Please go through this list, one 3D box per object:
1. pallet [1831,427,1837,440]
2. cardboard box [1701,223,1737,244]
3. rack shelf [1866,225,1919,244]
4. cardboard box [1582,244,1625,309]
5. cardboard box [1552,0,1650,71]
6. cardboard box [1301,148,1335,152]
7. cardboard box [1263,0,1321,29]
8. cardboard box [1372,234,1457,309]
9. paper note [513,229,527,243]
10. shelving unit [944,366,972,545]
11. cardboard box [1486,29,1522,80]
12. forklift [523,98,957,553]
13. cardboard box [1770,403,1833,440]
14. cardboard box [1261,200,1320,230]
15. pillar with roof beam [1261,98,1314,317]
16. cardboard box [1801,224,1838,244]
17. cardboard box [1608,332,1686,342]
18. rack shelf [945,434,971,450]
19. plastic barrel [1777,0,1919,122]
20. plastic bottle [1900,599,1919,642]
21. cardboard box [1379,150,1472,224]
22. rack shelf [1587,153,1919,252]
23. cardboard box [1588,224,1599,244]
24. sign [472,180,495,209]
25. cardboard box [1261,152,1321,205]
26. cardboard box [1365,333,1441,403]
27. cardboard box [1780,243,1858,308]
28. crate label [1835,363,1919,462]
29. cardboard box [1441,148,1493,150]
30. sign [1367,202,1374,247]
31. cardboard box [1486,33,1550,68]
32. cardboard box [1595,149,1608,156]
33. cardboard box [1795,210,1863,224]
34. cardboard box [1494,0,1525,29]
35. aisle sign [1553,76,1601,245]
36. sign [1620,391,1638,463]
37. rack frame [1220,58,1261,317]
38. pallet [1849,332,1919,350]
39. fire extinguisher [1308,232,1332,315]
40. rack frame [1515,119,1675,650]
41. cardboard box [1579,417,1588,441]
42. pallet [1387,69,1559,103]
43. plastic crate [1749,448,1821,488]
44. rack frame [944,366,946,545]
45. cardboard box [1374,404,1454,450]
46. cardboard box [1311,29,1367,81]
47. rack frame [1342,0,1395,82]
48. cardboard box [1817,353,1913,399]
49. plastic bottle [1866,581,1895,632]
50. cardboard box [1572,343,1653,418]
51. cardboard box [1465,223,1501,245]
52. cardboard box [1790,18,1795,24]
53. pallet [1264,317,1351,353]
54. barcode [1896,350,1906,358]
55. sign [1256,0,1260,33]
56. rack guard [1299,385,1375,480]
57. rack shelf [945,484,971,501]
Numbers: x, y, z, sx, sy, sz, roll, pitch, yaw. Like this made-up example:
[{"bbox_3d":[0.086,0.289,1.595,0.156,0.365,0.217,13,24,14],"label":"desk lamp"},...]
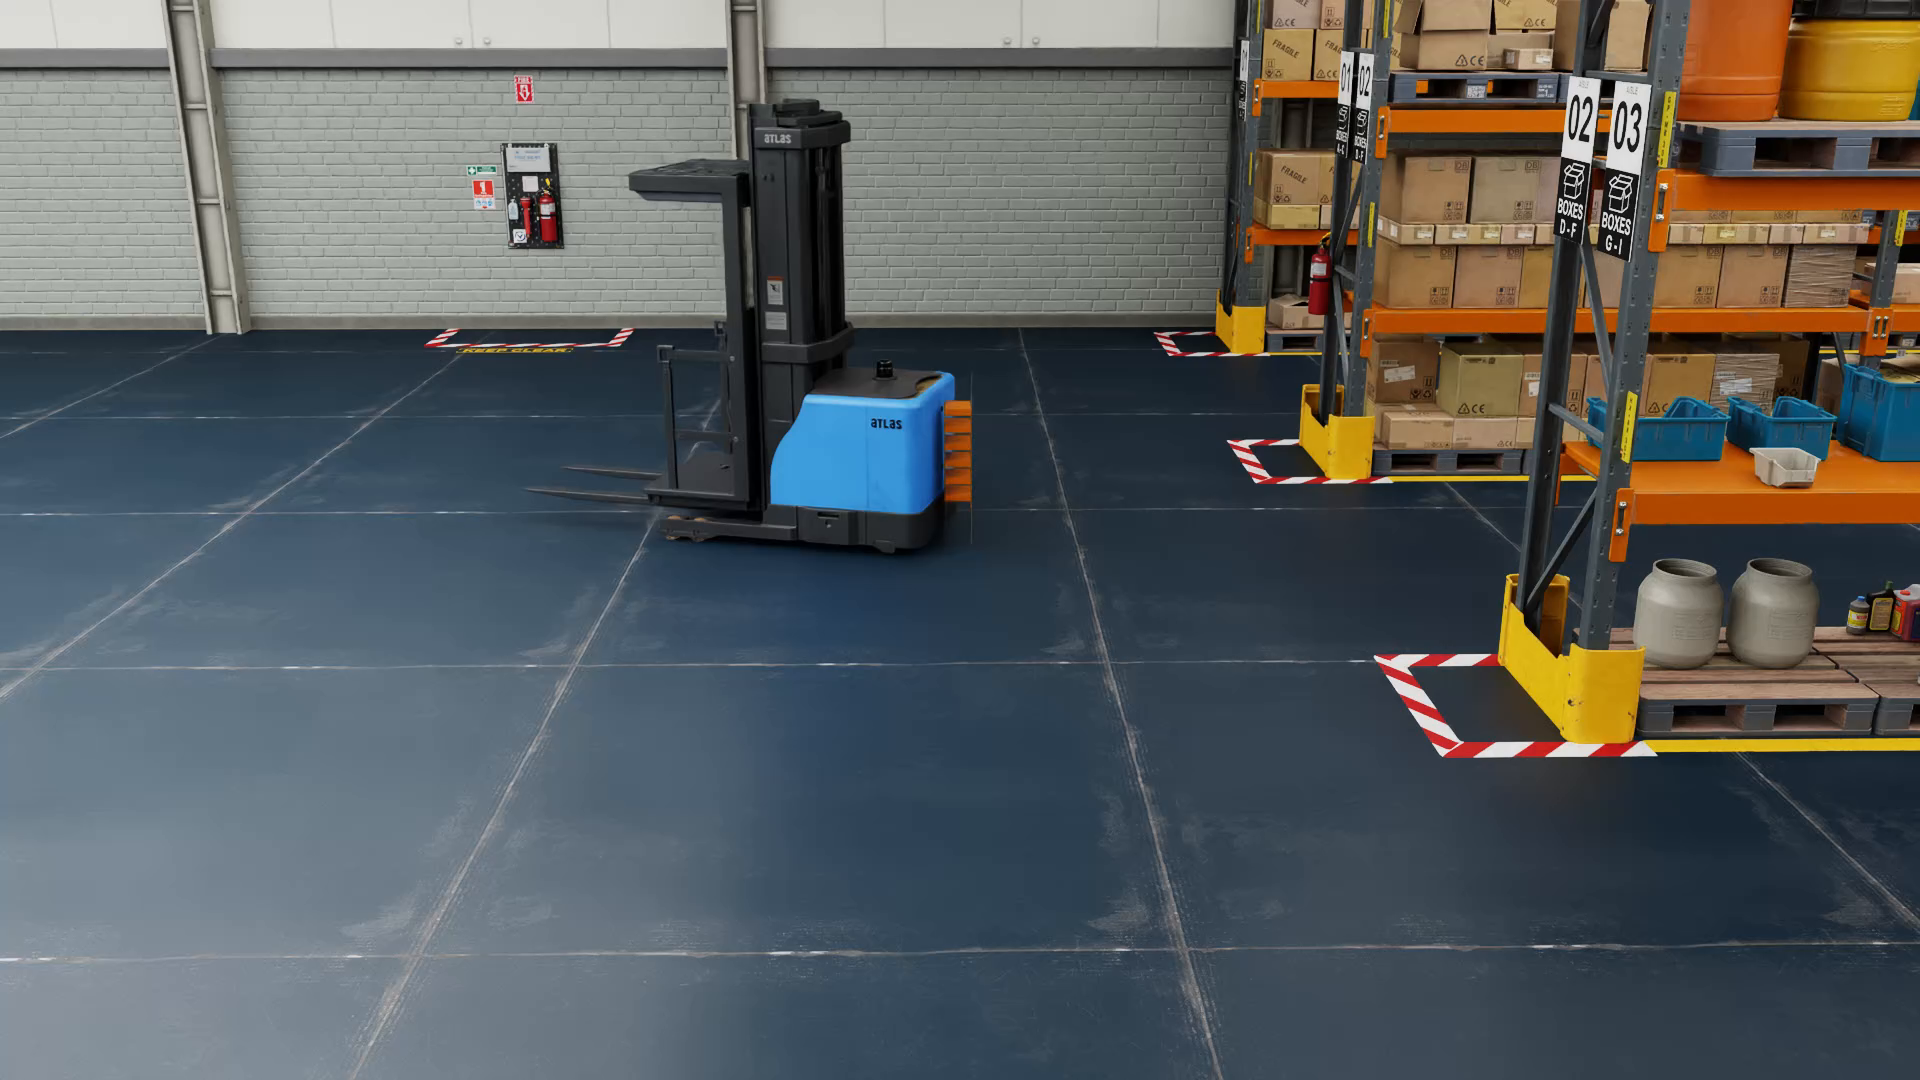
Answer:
[{"bbox_3d":[7.810,-0.788,13.658,1.213,0.211,1.003,0,18,-1],"label":"pallet"},{"bbox_3d":[5.788,-2.386,12.848,0.250,0.149,0.380,0,18,-1],"label":"cardboard box"},{"bbox_3d":[8.991,-3.280,18.040,4.000,0.370,1.077,0,18,-1],"label":"rack shelf"},{"bbox_3d":[5.089,-2.135,13.129,0.500,0.500,0.700,0,18,1],"label":"cardboard box"},{"bbox_3d":[4.739,-3.748,12.330,0.500,0.500,0.500,0,18,-1],"label":"cardboard box"},{"bbox_3d":[3.964,-3.956,17.953,0.500,0.500,0.500,0,18,0],"label":"cardboard box"},{"bbox_3d":[3.381,-5.483,16.985,0.500,0.500,0.500,-2,18,-5],"label":"cardboard box"},{"bbox_3d":[3.541,-2.127,13.103,0.500,0.500,0.700,0,18,-1],"label":"cardboard box"},{"bbox_3d":[-4.970,-3.433,18.781,0.142,0.148,0.016,0,18,-1],"label":"paper note"},{"bbox_3d":[-0.013,-0.571,11.364,0.189,1.200,0.258,0,18,0],"label":"shelving unit"},{"bbox_3d":[5.431,-5.008,17.141,0.500,0.500,0.500,-1,18,-3],"label":"cardboard box"},{"bbox_3d":[-1.595,-1.532,11.524,3.031,2.935,1.130,5,18,14],"label":"forklift"},{"bbox_3d":[6.613,-0.922,13.325,0.500,0.250,0.500,0,18,-1],"label":"cardboard box"},{"bbox_3d":[3.485,-3.437,17.565,0.500,0.250,0.500,-1,18,-2],"label":"cardboard box"},{"bbox_3d":[3.746,-5.403,13.659,0.400,9.000,9.100,0,18,-1],"label":"pillar with roof beam"},{"bbox_3d":[6.558,-2.389,12.860,0.250,0.149,0.380,-1,18,-2],"label":"cardboard box"},{"bbox_3d":[5.605,-1.436,13.701,0.500,0.500,0.500,0,18,-1],"label":"cardboard box"},{"bbox_3d":[-0.013,-0.643,11.340,0.180,0.103,0.258,0,18,0],"label":"rack shelf"},{"bbox_3d":[4.286,-2.330,7.995,0.600,0.588,0.600,0,18,0],"label":"plastic barrel"},{"bbox_3d":[5.233,0.413,9.077,0.133,0.283,0.061,0,18,-1],"label":"plastic bottle"},{"bbox_3d":[3.594,-2.745,12.906,0.500,0.500,0.700,0,18,-1],"label":"cardboard box"},{"bbox_3d":[5.148,-1.663,8.089,4.000,0.370,1.077,0,18,-1],"label":"rack shelf"},{"bbox_3d":[4.758,-2.380,12.832,0.250,0.149,0.380,-1,18,-2],"label":"cardboard box"},{"bbox_3d":[-5.347,-3.878,18.668,0.234,0.329,0.001,0,18,-1],"label":"sign"},{"bbox_3d":[3.474,-3.800,17.466,0.500,0.500,0.500,0,18,-1],"label":"cardboard box"},{"bbox_3d":[3.606,-1.422,13.656,0.500,0.500,0.500,0,18,-1],"label":"cardboard box"},{"bbox_3d":[6.630,-2.144,13.156,0.500,0.500,0.700,-1,18,-2],"label":"cardboard box"},{"bbox_3d":[4.985,-0.676,8.687,0.616,0.435,0.502,0,18,-1],"label":"crate label"},{"bbox_3d":[5.503,-3.968,17.991,0.500,0.500,0.500,0,18,1],"label":"cardboard box"},{"bbox_3d":[3.077,-2.361,12.451,0.005,0.325,0.100,0,18,-1],"label":"sign"},{"bbox_3d":[4.221,-3.791,12.871,0.500,0.250,0.500,0,18,-1],"label":"cardboard box"},{"bbox_3d":[5.125,-2.754,12.935,0.500,0.500,0.700,0,18,-1],"label":"cardboard box"},{"bbox_3d":[6.630,-2.761,12.958,0.500,0.500,0.700,0,18,-1],"label":"cardboard box"},{"bbox_3d":[5.425,-5.478,16.969,0.500,0.500,0.500,-1,18,-3],"label":"cardboard box"},{"bbox_3d":[3.072,-1.896,8.292,0.004,0.787,0.394,0,18,-1],"label":"aisle sign"},{"bbox_3d":[3.153,-0.532,7.842,0.005,0.325,0.100,0,18,-1],"label":"sign"},{"bbox_3d":[2.992,-3.594,17.840,0.127,3.000,1.000,0,18,-1],"label":"rack frame"},{"bbox_3d":[10.210,-2.301,18.376,1.213,0.211,1.003,0,18,-1],"label":"pallet"},{"bbox_3d":[2.949,-2.185,13.576,0.183,0.674,0.296,0,18,-1],"label":"fire extinguisher"},{"bbox_3d":[3.149,-0.568,8.408,0.127,3.000,1.000,0,18,-1],"label":"rack frame"},{"bbox_3d":[5.114,-0.913,13.297,0.500,0.250,0.500,0,18,-1],"label":"cardboard box"},{"bbox_3d":[3.782,-3.463,12.665,1.213,0.211,1.003,0,18,-1],"label":"pallet"},{"bbox_3d":[4.048,-0.349,8.155,0.250,0.136,0.298,0,18,-1],"label":"plastic crate"},{"bbox_3d":[-0.104,-0.571,11.364,0.006,1.200,0.240,0,18,0],"label":"rack frame"},{"bbox_3d":[3.614,-0.906,13.276,0.500,0.250,0.500,0,18,-1],"label":"cardboard box"},{"bbox_3d":[3.868,-4.996,17.105,0.500,0.500,0.500,1,18,3],"label":"cardboard box"},{"bbox_3d":[3.074,-4.938,12.207,0.127,3.000,1.000,0,18,-1],"label":"rack frame"},{"bbox_3d":[7.474,-1.347,13.733,0.500,0.311,0.500,0,18,-1],"label":"cardboard box"},{"bbox_3d":[5.095,0.367,9.220,0.133,0.283,0.061,0,18,0],"label":"plastic bottle"},{"bbox_3d":[5.114,-1.270,13.181,0.500,0.500,0.500,0,18,-1],"label":"cardboard box"},{"bbox_3d":[3.983,-2.376,12.819,0.250,0.149,0.380,0,18,-1],"label":"cardboard box"},{"bbox_3d":[6.566,-3.921,12.868,0.500,0.500,0.500,1,18,4],"label":"cardboard box"},{"bbox_3d":[3.881,-2.260,18.246,1.213,0.211,1.003,0,18,-1],"label":"pallet"},{"bbox_3d":[7.335,-1.451,12.959,0.075,0.075,0.001,0,18,-1],"label":"barcode"},{"bbox_3d":[3.001,-5.273,16.732,0.005,0.325,0.100,0,18,-1],"label":"sign"},{"bbox_3d":[3.050,-0.891,13.505,0.348,0.500,1.175,0,18,-1],"label":"rack guard"},{"bbox_3d":[-0.013,-0.300,11.450,0.180,0.103,0.258,0,18,0],"label":"rack shelf"}]
